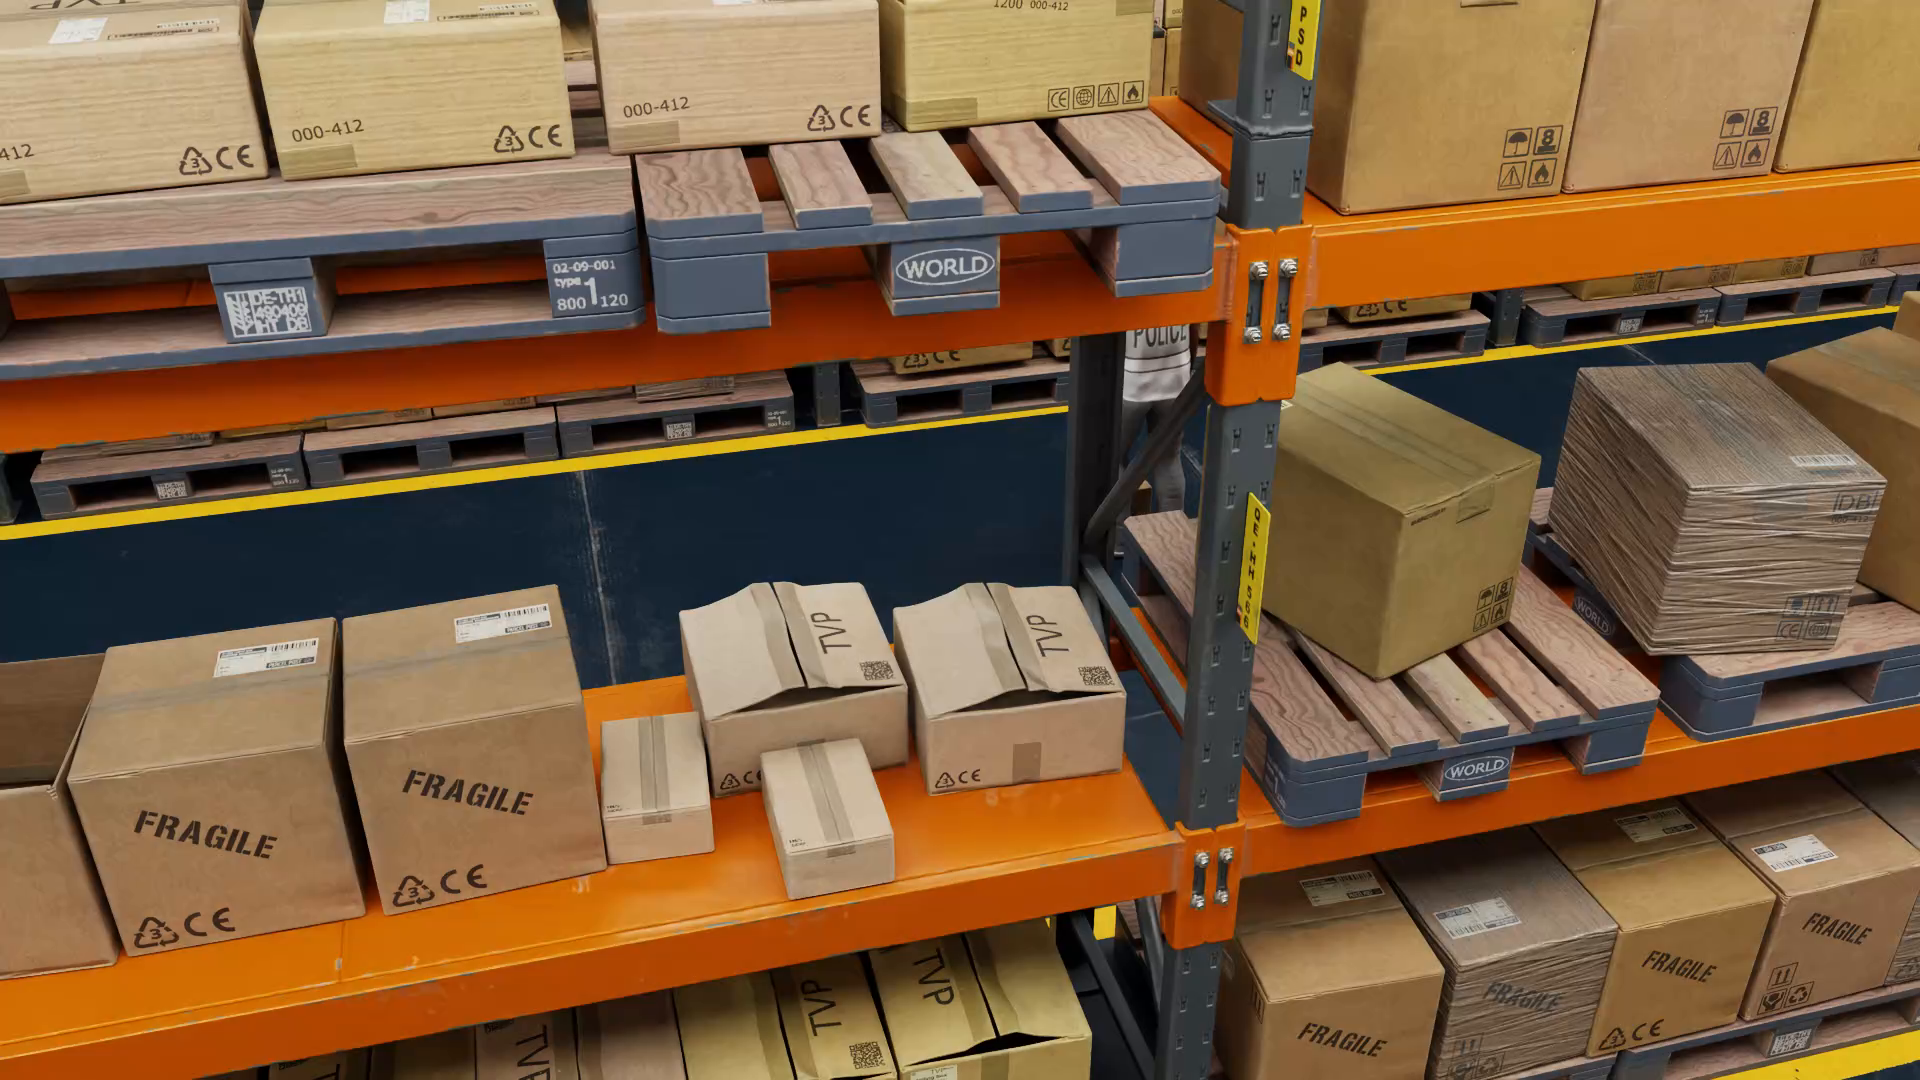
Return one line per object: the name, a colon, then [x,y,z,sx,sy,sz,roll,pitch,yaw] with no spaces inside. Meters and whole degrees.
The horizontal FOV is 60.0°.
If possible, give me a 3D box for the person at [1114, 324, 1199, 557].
person: [0.801,-0.677,7.285,0.522,1.657,0.428,-10,32,-16]
